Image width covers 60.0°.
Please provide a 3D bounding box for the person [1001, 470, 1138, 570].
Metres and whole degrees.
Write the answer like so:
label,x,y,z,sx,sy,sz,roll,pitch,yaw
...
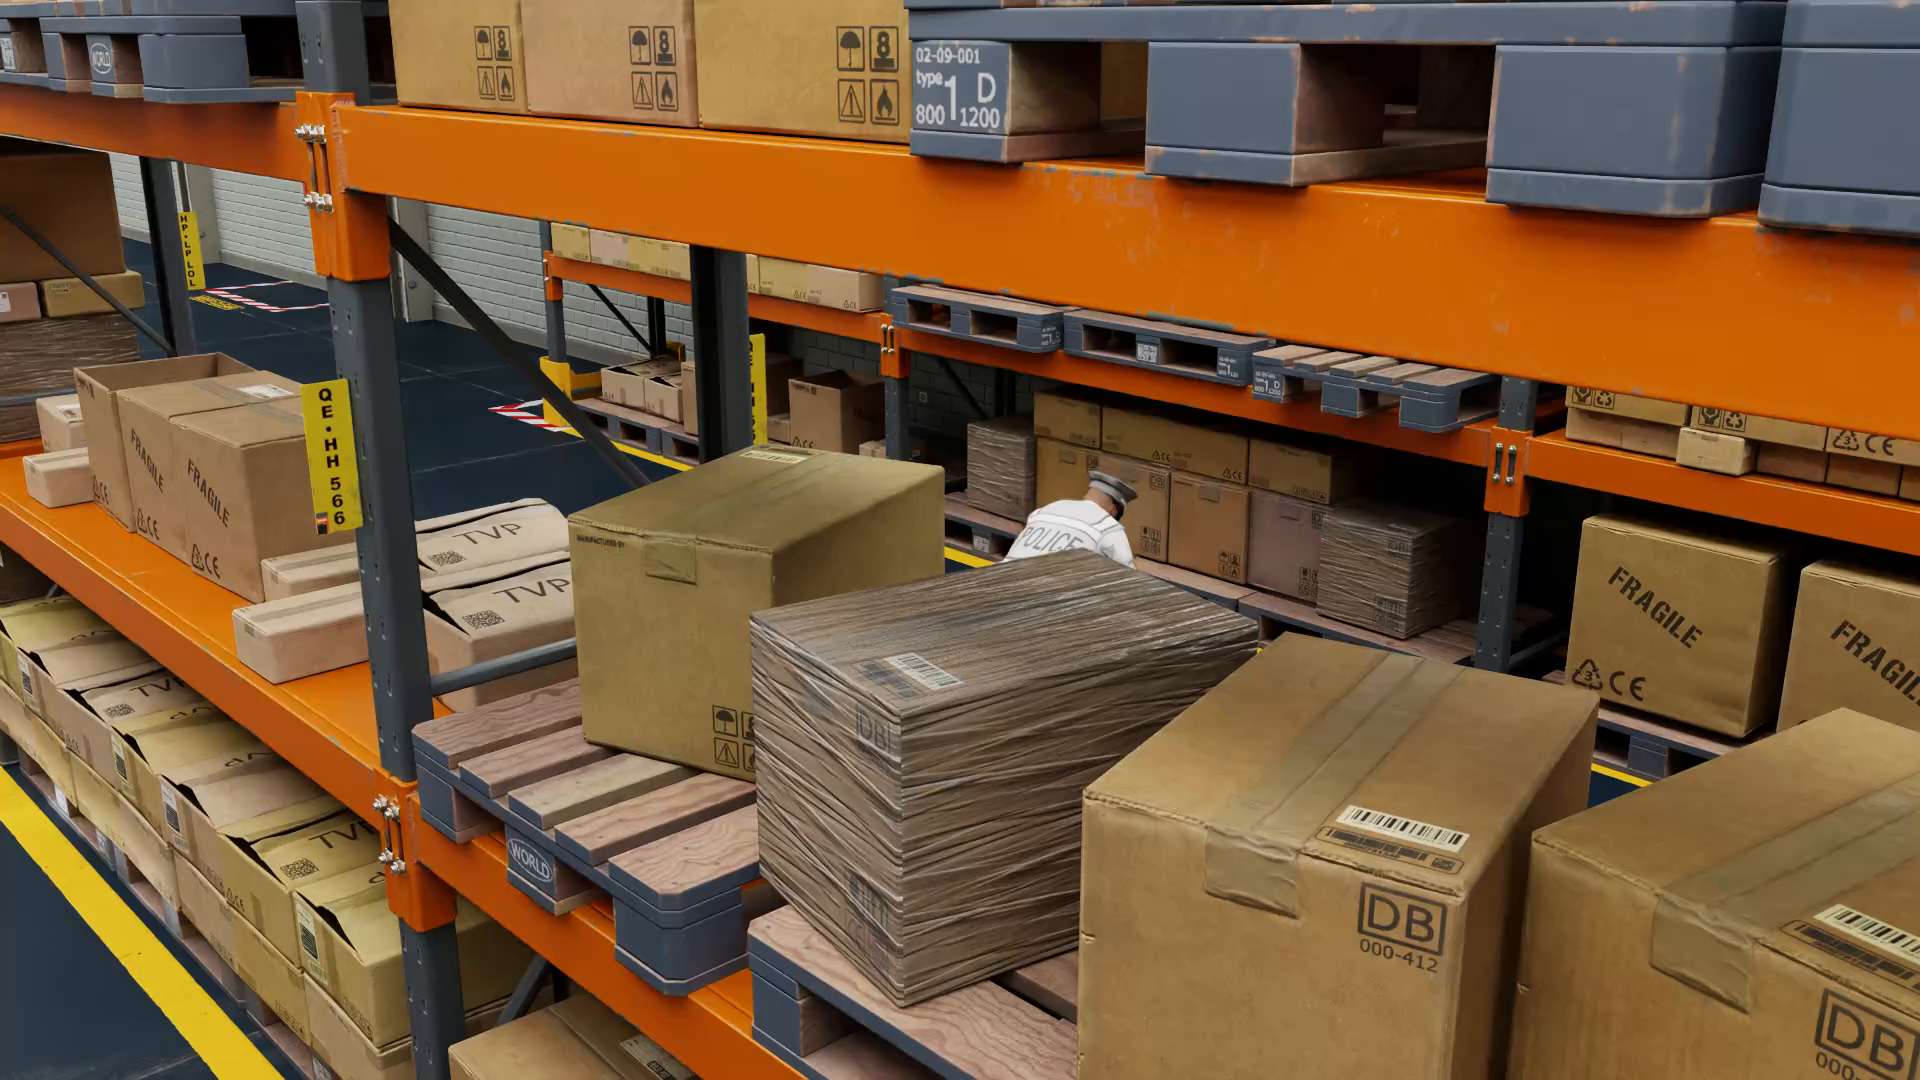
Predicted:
label,x,y,z,sx,sy,sz,roll,pitch,yaw
person,0.472,0.248,7.471,0.914,1.028,0.565,-16,23,-41
